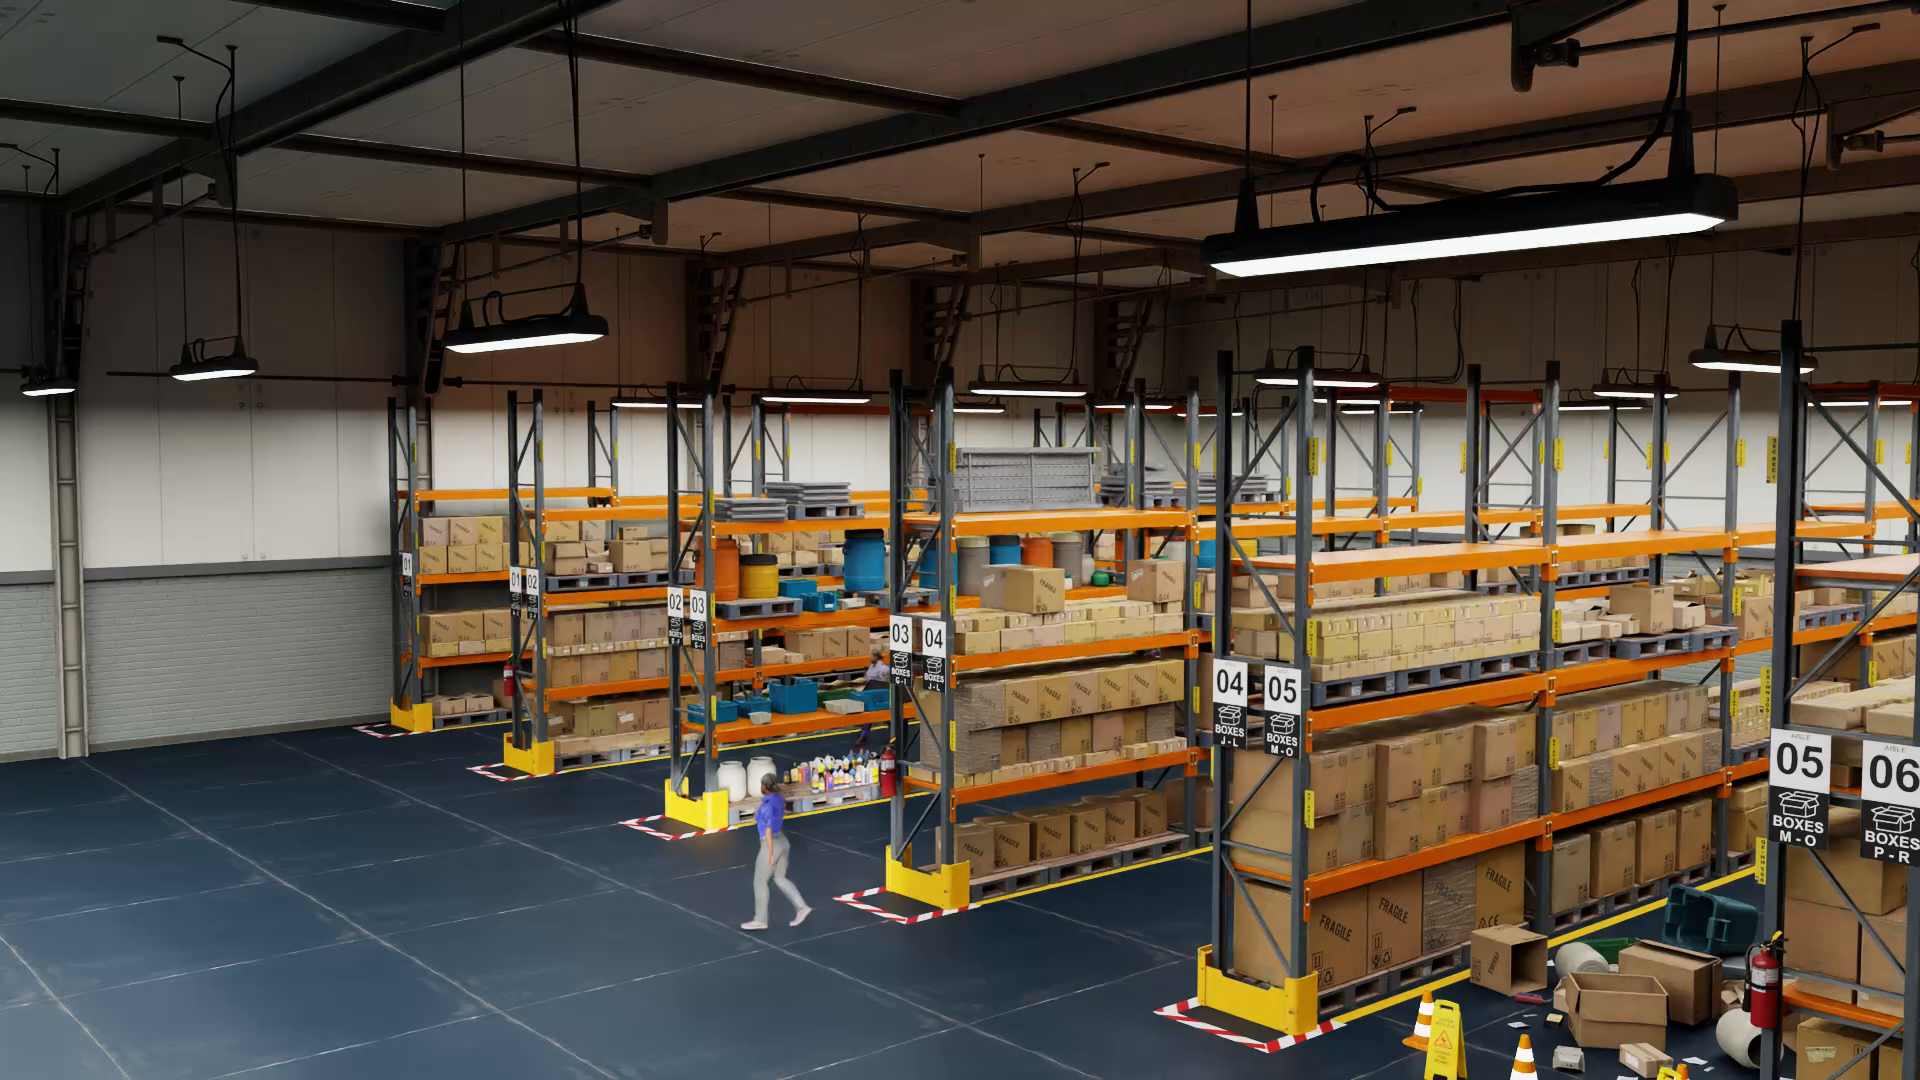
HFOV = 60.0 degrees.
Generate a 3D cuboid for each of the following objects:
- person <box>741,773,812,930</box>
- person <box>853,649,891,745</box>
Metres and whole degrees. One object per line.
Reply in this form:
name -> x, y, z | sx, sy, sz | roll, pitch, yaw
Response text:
person -> -1.948, 3.299, 17.674 | 0.689, 1.652, 0.437 | 1, 4, 20
person -> -1.446, 2.683, 28.543 | 0.892, 1.602, 0.507 | -3, 4, -39
